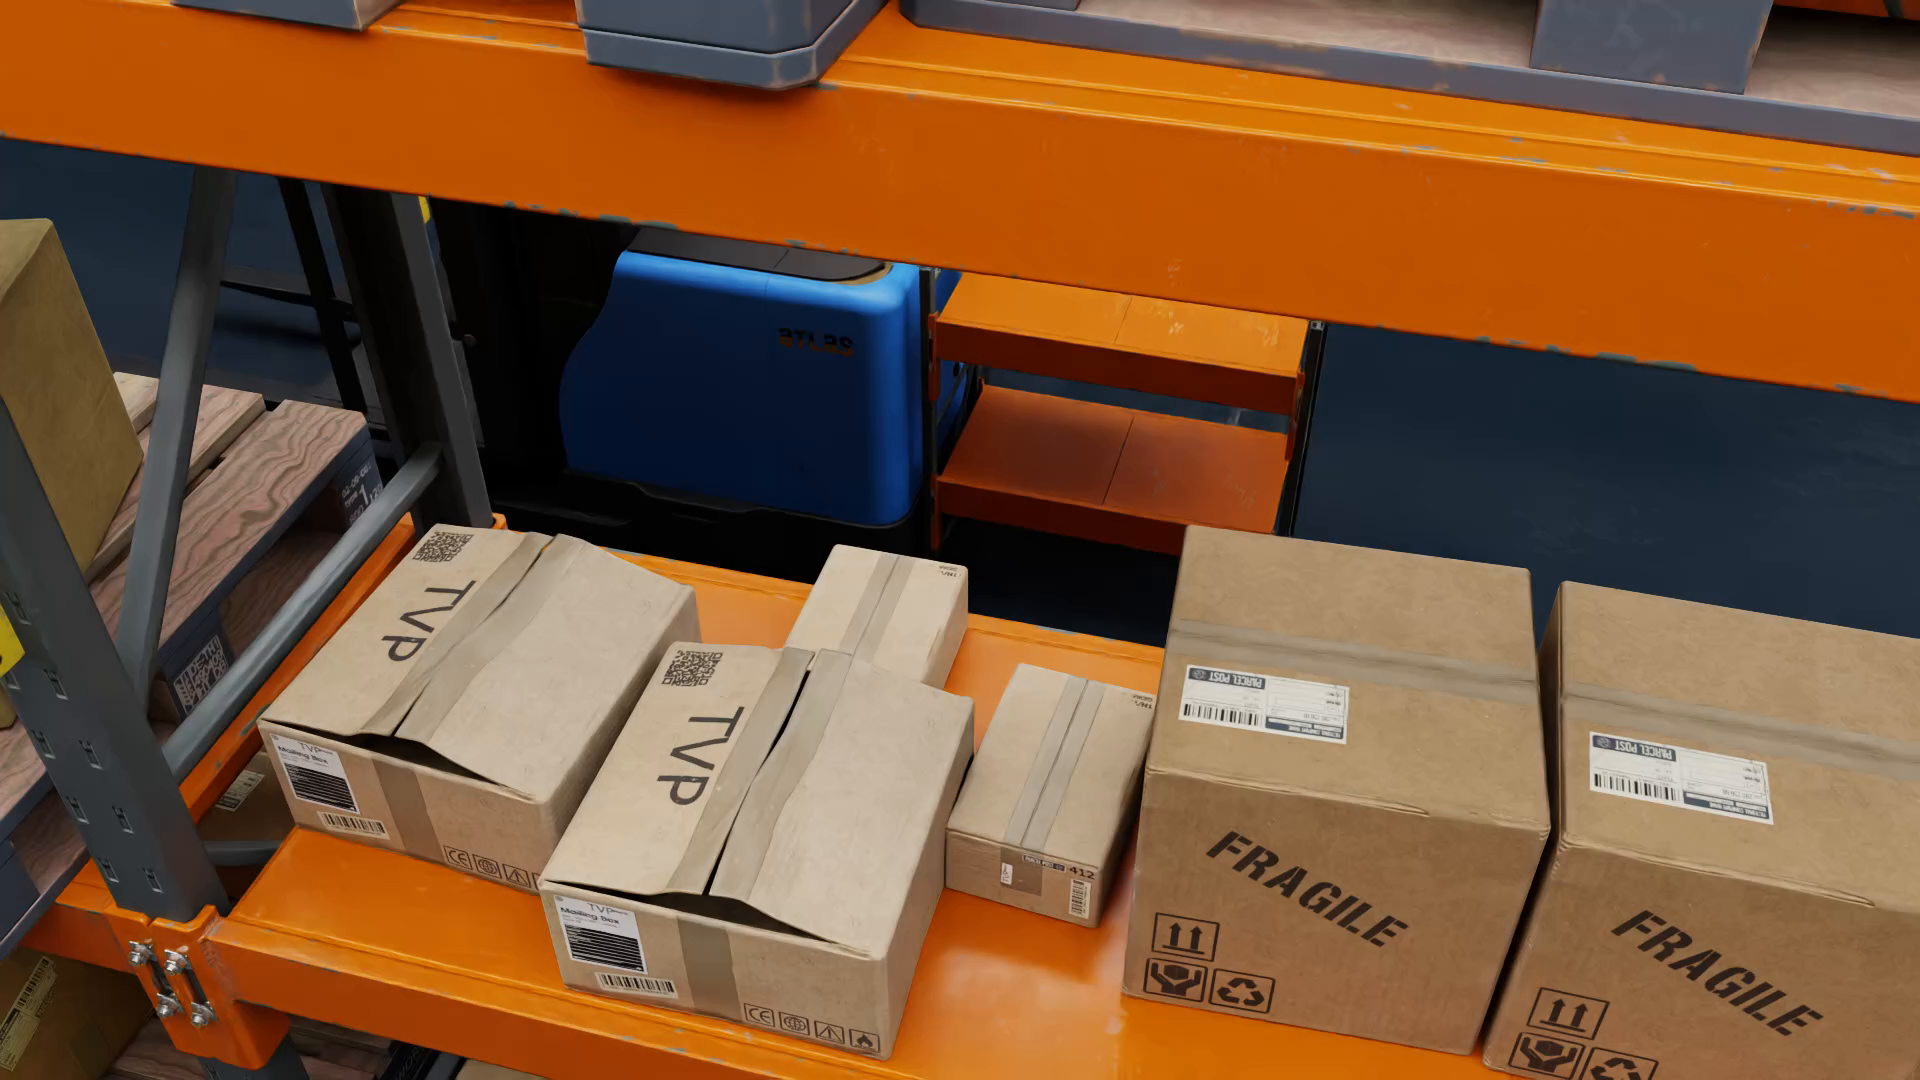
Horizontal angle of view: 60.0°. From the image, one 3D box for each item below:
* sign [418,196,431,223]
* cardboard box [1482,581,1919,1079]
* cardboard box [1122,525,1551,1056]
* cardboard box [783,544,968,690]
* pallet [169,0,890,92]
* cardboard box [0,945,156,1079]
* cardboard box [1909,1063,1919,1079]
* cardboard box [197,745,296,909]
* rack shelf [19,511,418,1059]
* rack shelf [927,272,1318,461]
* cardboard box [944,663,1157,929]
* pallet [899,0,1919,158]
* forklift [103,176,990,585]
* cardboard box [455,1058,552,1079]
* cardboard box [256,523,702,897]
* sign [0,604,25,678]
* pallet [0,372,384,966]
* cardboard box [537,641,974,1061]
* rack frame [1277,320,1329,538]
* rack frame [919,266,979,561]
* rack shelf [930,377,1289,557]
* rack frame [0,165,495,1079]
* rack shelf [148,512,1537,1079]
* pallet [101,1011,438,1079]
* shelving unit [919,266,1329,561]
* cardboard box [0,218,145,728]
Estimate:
[{"bbox_3d":[-0.954,-0.666,2.810,0.005,0.325,0.100,10,41,11],"label":"sign"},{"bbox_3d":[1.039,0.441,2.315,0.500,0.500,0.500,10,41,11],"label":"cardboard box"},{"bbox_3d":[0.531,0.354,2.419,0.500,0.500,0.500,8,41,9],"label":"cardboard box"},{"bbox_3d":[-0.154,0.197,2.878,0.250,0.149,0.380,10,41,11],"label":"cardboard box"},{"bbox_3d":[-0.416,-0.896,1.799,1.003,0.211,1.213,12,41,13],"label":"pallet"},{"bbox_3d":[-2.058,0.902,3.445,0.500,0.500,0.500,11,41,13],"label":"cardboard box"},{"bbox_3d":[1.523,0.524,2.216,0.500,0.500,0.500,13,42,15],"label":"cardboard box"},{"bbox_3d":[-1.460,0.659,3.735,0.500,0.500,0.500,11,41,13],"label":"cardboard box"},{"bbox_3d":[-3.026,0.066,3.398,4.000,0.370,1.077,10,41,11],"label":"rack shelf"},{"bbox_3d":[0.465,-0.560,4.588,1.000,0.278,0.538,11,41,12],"label":"rack shelf"},{"bbox_3d":[0.152,0.396,2.641,0.250,0.149,0.380,13,42,15],"label":"cardboard box"},{"bbox_3d":[0.666,-0.712,1.580,1.213,0.211,1.003,12,41,13],"label":"pallet"},{"bbox_3d":[-1.476,-1.495,4.751,3.031,2.935,1.130,11,41,12],"label":"forklift"},{"bbox_3d":[-0.664,1.070,3.019,0.500,0.311,0.500,11,41,13],"label":"cardboard box"},{"bbox_3d":[-0.754,0.245,2.695,0.500,0.311,0.500,12,42,14],"label":"cardboard box"},{"bbox_3d":[-1.225,0.049,2.021,0.005,0.325,0.100,10,41,11],"label":"sign"},{"bbox_3d":[-1.767,0.127,2.915,1.003,0.211,1.213,10,41,11],"label":"pallet"},{"bbox_3d":[-0.280,0.426,2.479,0.500,0.311,0.500,9,41,11],"label":"cardboard box"},{"bbox_3d":[0.953,-0.246,4.668,0.032,1.125,0.500,11,41,12],"label":"rack frame"},{"bbox_3d":[-0.023,-0.427,4.884,0.032,1.125,0.500,11,41,12],"label":"rack frame"},{"bbox_3d":[0.465,-0.149,4.933,1.000,0.278,0.538,11,41,12],"label":"rack shelf"},{"bbox_3d":[-1.094,0.123,2.771,0.127,3.000,1.000,10,41,11],"label":"rack frame"},{"bbox_3d":[0.838,0.731,2.607,4.000,0.370,1.077,10,41,11],"label":"rack shelf"},{"bbox_3d":[-1.806,1.043,3.844,1.213,0.211,1.003,10,41,11],"label":"pallet"},{"bbox_3d":[0.465,-0.336,4.776,1.048,1.125,0.538,11,41,12],"label":"shelving unit"},{"bbox_3d":[-1.732,-0.111,2.645,0.500,0.500,0.700,-3,40,-3],"label":"cardboard box"}]
